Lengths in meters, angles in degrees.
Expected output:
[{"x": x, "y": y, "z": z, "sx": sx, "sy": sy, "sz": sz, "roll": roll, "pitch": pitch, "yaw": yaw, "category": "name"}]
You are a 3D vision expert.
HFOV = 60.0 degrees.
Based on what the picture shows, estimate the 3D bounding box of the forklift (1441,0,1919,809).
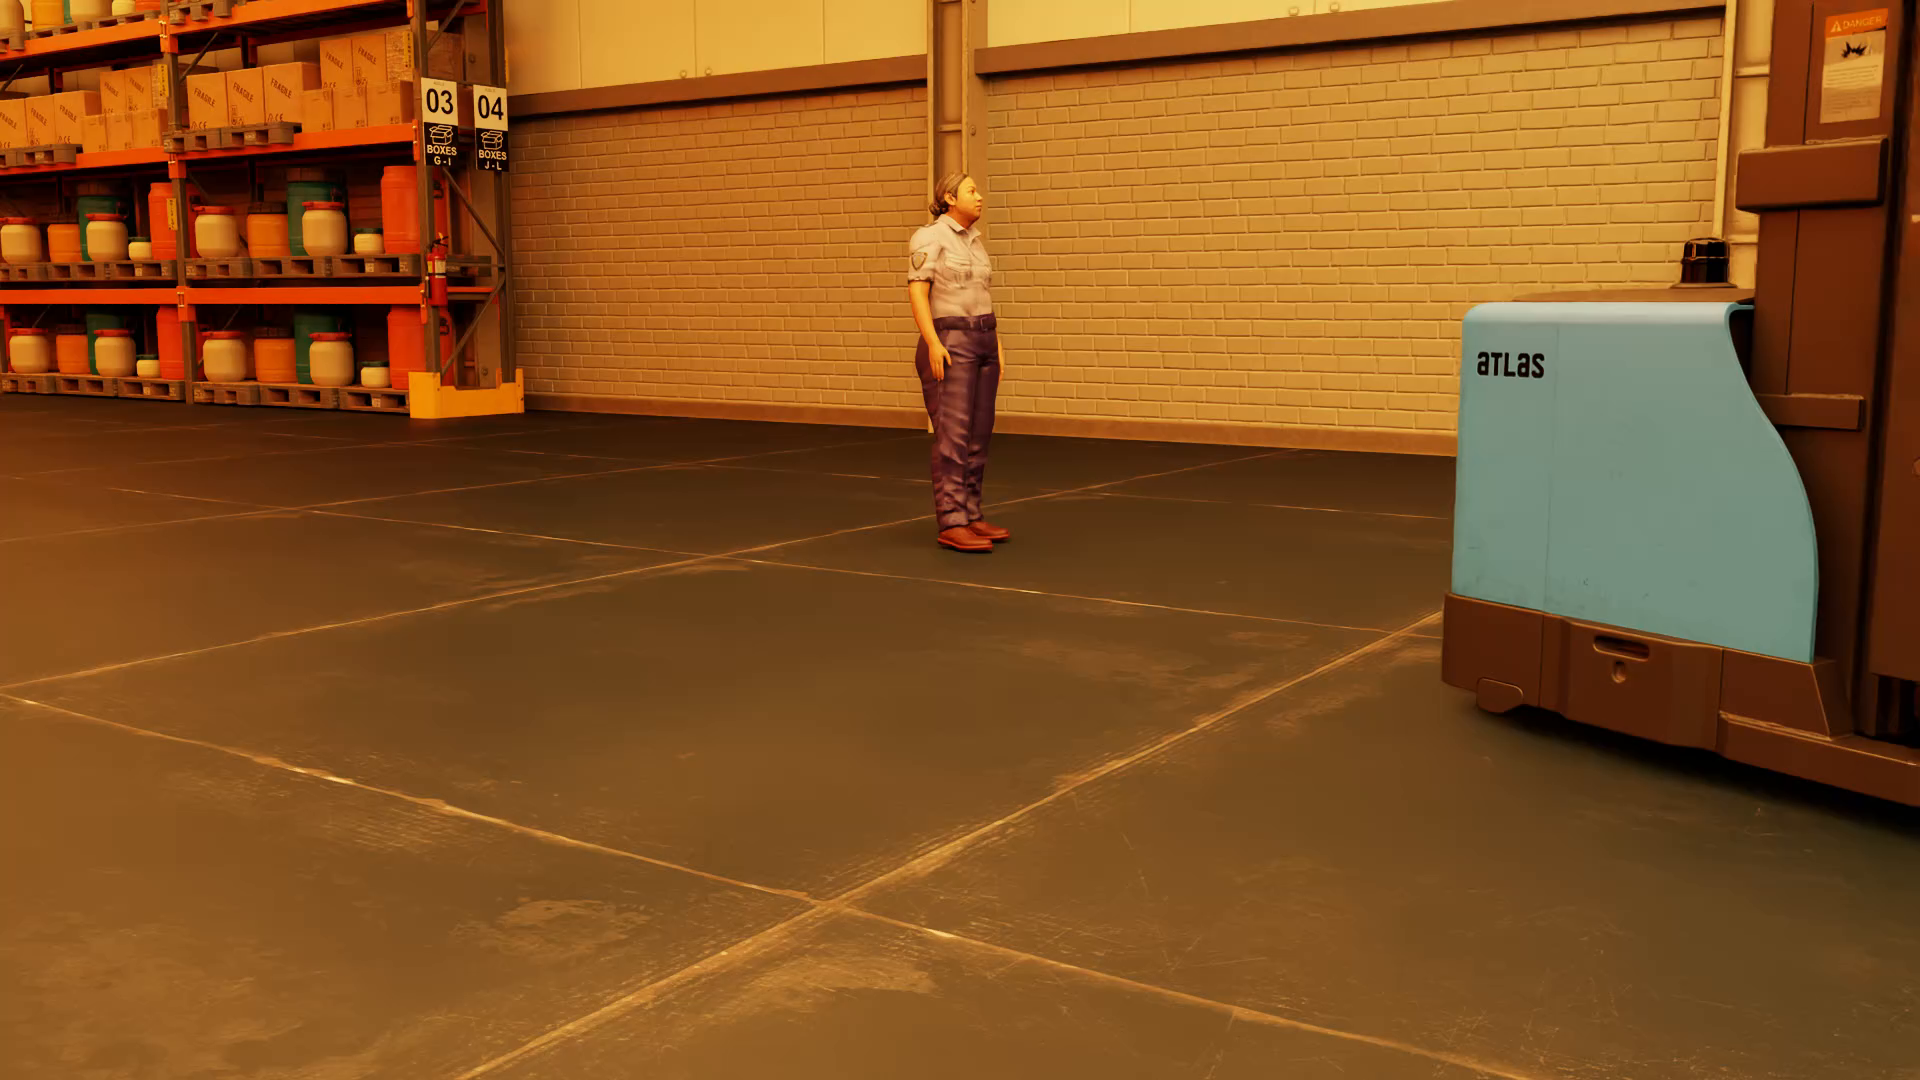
[{"x": 2.480, "y": -0.862, "z": 3.257, "sx": 1.130, "sy": 2.935, "sz": 3.031, "roll": -5, "pitch": 9, "yaw": -31, "category": "forklift"}]

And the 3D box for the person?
[{"x": 0.062, "y": -0.809, "z": 7.418, "sx": 0.502, "sy": 1.643, "sz": 0.598, "roll": 5, "pitch": 10, "yaw": 34, "category": "person"}]
